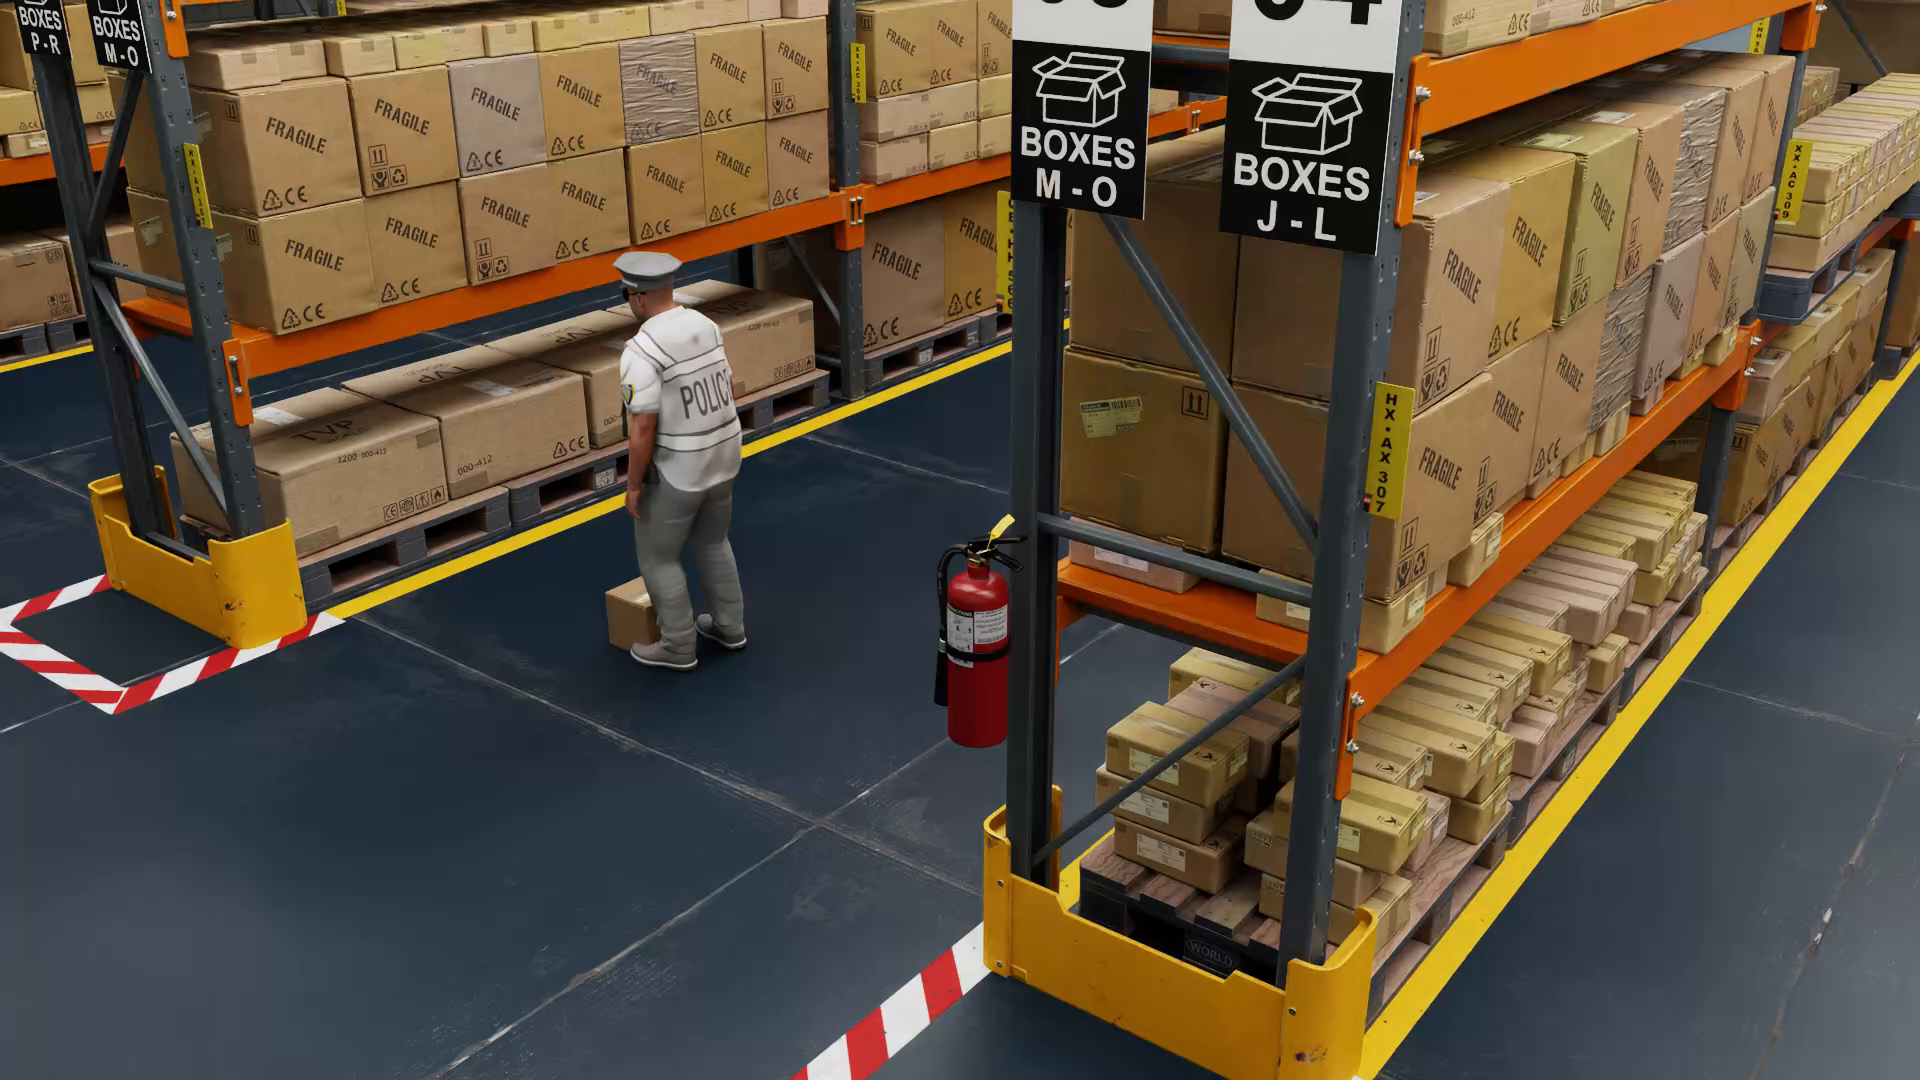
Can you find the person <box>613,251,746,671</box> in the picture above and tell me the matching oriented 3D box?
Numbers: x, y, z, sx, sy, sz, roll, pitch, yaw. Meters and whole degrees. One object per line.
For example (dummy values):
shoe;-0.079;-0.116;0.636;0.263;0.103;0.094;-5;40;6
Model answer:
person;-1.144;-0.299;6.781;0.480;1.747;0.597;15;27;31
